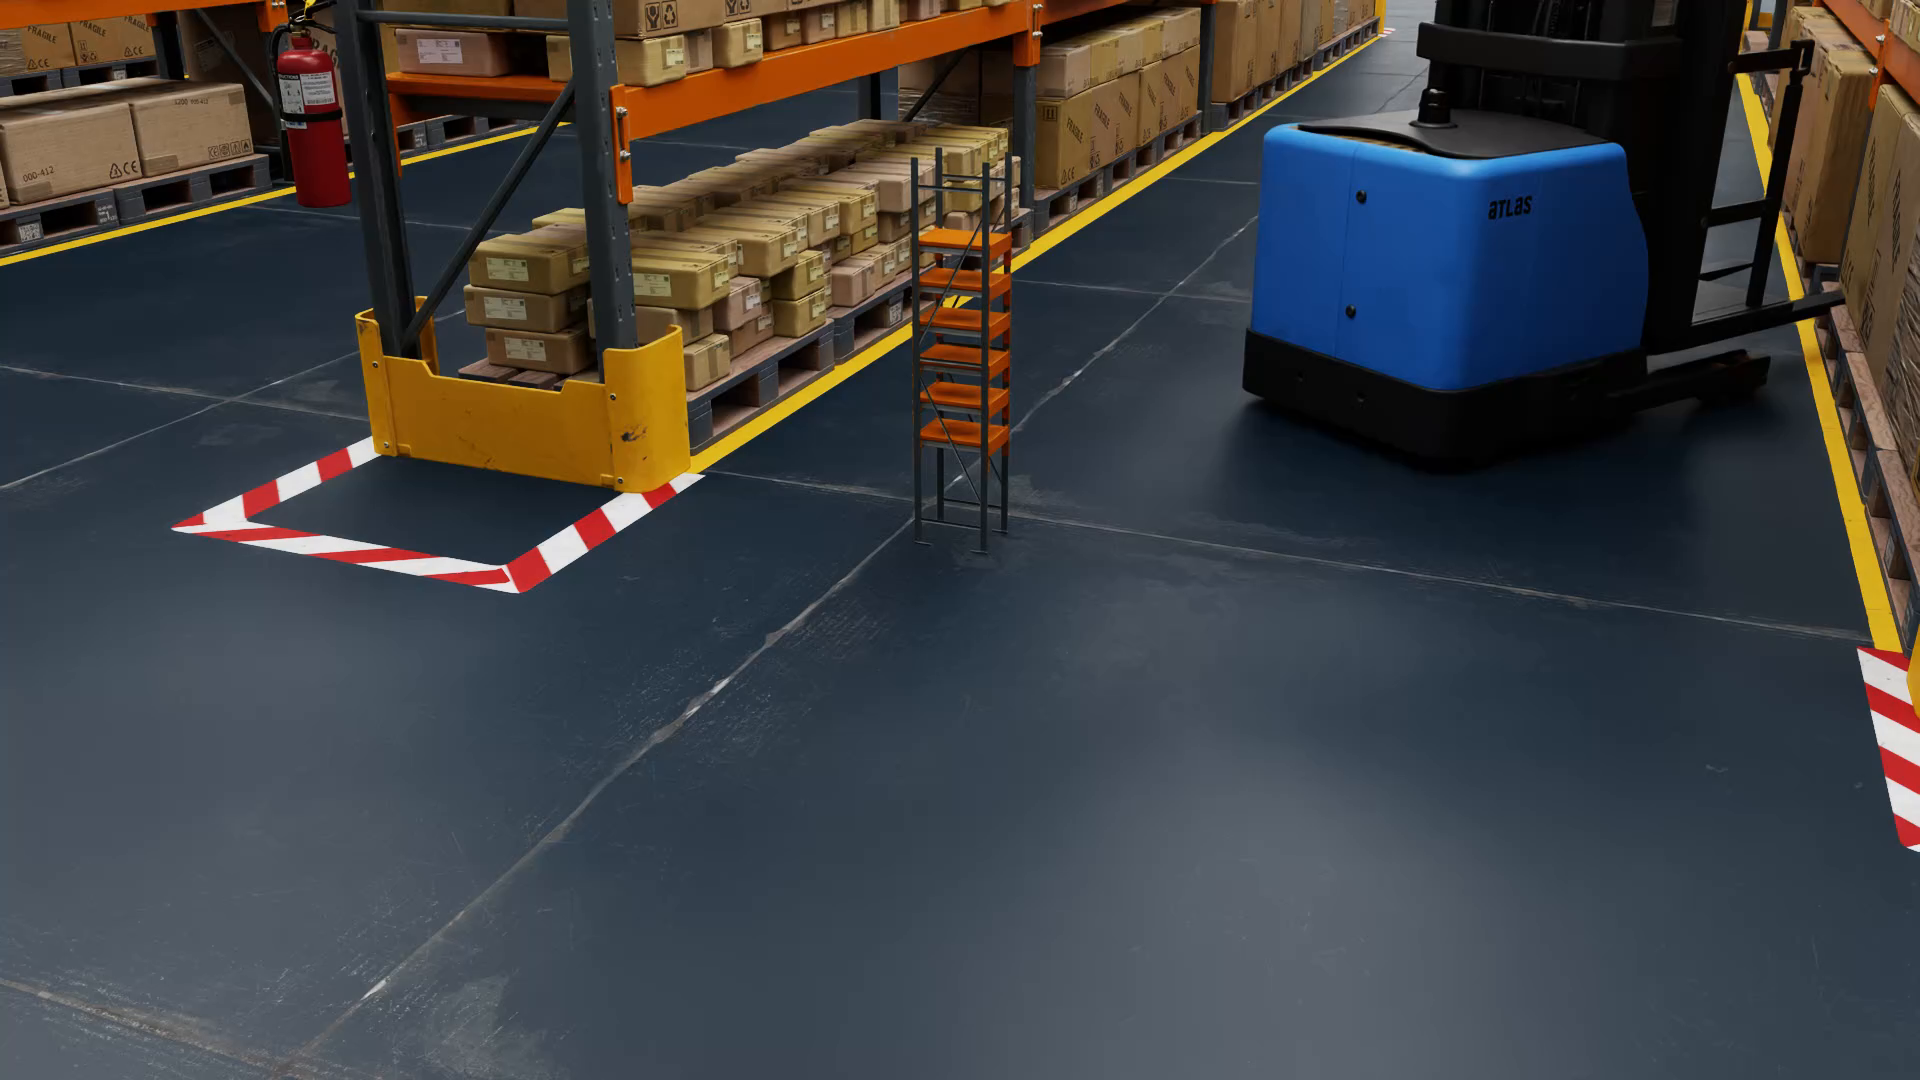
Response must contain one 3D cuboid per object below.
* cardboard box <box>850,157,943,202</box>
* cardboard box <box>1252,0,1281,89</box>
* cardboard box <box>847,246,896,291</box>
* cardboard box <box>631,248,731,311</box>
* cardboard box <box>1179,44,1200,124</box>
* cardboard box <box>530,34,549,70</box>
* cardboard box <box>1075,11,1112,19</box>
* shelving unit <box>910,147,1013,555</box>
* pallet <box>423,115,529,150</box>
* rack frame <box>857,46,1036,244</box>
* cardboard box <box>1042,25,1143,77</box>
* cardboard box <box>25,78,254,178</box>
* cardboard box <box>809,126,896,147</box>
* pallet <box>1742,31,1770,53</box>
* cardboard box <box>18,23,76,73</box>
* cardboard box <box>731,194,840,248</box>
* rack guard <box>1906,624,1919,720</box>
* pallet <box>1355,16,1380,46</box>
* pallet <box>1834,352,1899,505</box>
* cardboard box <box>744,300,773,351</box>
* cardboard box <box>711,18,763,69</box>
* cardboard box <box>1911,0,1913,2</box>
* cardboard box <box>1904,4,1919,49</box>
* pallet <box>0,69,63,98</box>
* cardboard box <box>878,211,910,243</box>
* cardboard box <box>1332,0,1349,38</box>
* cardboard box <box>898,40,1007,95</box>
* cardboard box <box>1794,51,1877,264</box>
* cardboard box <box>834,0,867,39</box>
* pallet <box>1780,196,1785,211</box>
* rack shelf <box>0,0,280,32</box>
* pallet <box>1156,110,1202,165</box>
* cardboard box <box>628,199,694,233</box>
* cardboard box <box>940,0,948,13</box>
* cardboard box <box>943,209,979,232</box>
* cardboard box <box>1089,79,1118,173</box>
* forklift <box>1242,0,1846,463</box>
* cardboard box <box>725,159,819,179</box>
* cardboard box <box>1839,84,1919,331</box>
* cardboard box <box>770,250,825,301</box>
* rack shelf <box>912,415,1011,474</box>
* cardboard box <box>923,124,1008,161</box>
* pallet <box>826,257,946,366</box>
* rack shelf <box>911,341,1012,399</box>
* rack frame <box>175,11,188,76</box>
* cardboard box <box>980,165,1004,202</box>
[{"bbox_3d":[-0.298,-1.692,7.790,0.380,0.149,0.250,8,24,17],"label":"cardboard box"},{"bbox_3d":[2.038,-4.188,13.759,1.050,0.750,0.750,9,24,21],"label":"cardboard box"},{"bbox_3d":[-0.511,-1.227,7.449,0.380,0.149,0.250,9,24,20],"label":"cardboard box"},{"bbox_3d":[-1.055,-0.943,5.997,0.380,0.149,0.250,8,24,18],"label":"cardboard box"},{"bbox_3d":[1.405,-3.281,11.912,0.500,0.500,0.500,9,24,20],"label":"cardboard box"},{"bbox_3d":[-1.579,-1.776,5.936,0.380,0.149,0.250,9,24,20],"label":"cardboard box"},{"bbox_3d":[0.737,-3.507,11.479,0.500,0.250,0.500,8,24,19],"label":"cardboard box"},{"bbox_3d":[0.005,-0.559,5.031,0.258,1.200,0.189,9,24,20],"label":"shelving unit"},{"bbox_3d":[-4.045,-3.193,12.621,1.003,0.211,1.213,9,24,20],"label":"pallet"},{"bbox_3d":[-0.079,-3.083,8.738,1.000,3.000,0.127,9,24,20],"label":"rack frame"},{"bbox_3d":[0.829,-3.068,10.429,0.500,0.250,0.500,10,25,22],"label":"cardboard box"},{"bbox_3d":[-5.046,-2.557,10.260,0.875,0.438,0.875,8,24,19],"label":"cardboard box"},{"bbox_3d":[-0.557,-2.052,8.652,0.380,0.149,0.250,10,25,23],"label":"cardboard box"},{"bbox_3d":[8.583,-5.031,17.020,1.003,0.211,1.213,9,24,20],"label":"pallet"},{"bbox_3d":[-8.182,-4.389,14.563,0.500,0.500,0.500,10,25,22],"label":"cardboard box"},{"bbox_3d":[-0.725,-1.329,6.922,0.380,0.149,0.250,10,25,22],"label":"cardboard box"},{"bbox_3d":[2.993,0.257,3.986,1.175,0.500,0.348,9,24,20],"label":"rack guard"},{"bbox_3d":[4.154,-5.793,18.844,1.003,0.211,1.213,9,24,20],"label":"pallet"},{"bbox_3d":[3.681,-0.351,5.815,1.003,0.211,1.213,9,24,20],"label":"pallet"},{"bbox_3d":[-0.966,-0.866,6.586,0.380,0.149,0.250,9,24,21],"label":"cardboard box"},{"bbox_3d":[-0.935,-1.790,5.969,0.380,0.149,0.250,8,24,19],"label":"cardboard box"},{"bbox_3d":[4.070,-2.274,6.610,0.500,0.250,0.500,8,24,19],"label":"cardboard box"},{"bbox_3d":[3.875,-1.974,6.409,0.380,0.149,0.250,10,25,22],"label":"cardboard box"},{"bbox_3d":[-8.604,-3.912,14.342,1.003,0.211,1.213,9,24,20],"label":"pallet"},{"bbox_3d":[-0.452,-1.480,7.670,0.380,0.149,0.250,8,24,18],"label":"cardboard box"},{"bbox_3d":[3.522,-5.697,17.209,0.875,0.875,0.875,9,24,20],"label":"cardboard box"},{"bbox_3d":[-0.038,-2.772,9.719,0.500,0.250,0.500,8,24,19],"label":"cardboard box"},{"bbox_3d":[4.707,-1.782,7.835,1.225,0.875,0.875,9,24,20],"label":"cardboard box"},{"bbox_3d":[-0.608,-2.170,6.879,0.380,0.149,0.250,10,25,22],"label":"cardboard box"},{"bbox_3d":[5.611,-2.210,10.266,1.003,0.211,1.213,9,24,20],"label":"pallet"},{"bbox_3d":[-5.456,-2.707,8.773,1.077,0.370,4.000,9,24,20],"label":"rack shelf"},{"bbox_3d":[1.115,-2.948,12.033,1.003,0.211,1.213,9,24,20],"label":"pallet"},{"bbox_3d":[-1.324,-1.306,6.866,0.380,0.149,0.250,8,24,18],"label":"cardboard box"},{"bbox_3d":[-0.277,-2.554,7.798,0.380,0.149,0.250,8,24,19],"label":"cardboard box"},{"bbox_3d":[-0.121,-1.587,8.311,0.380,0.149,0.250,8,24,18],"label":"cardboard box"},{"bbox_3d":[0.636,-2.539,10.135,0.500,0.500,0.500,10,25,22],"label":"cardboard box"},{"bbox_3d":[2.614,-2.040,6.330,3.031,2.935,1.130,-14,27,-30],"label":"forklift"},{"bbox_3d":[-0.876,-1.669,7.735,0.380,0.149,0.250,8,24,18],"label":"cardboard box"},{"bbox_3d":[4.169,-1.325,6.742,0.875,0.875,0.875,9,24,20],"label":"cardboard box"},{"bbox_3d":[-0.773,-1.084,6.721,0.380,0.149,0.250,10,25,22],"label":"cardboard box"},{"bbox_3d":[0.005,-0.296,5.141,0.258,0.103,0.180,9,24,20],"label":"rack shelf"},{"bbox_3d":[0.030,-2.071,8.698,0.380,0.149,0.250,9,24,22],"label":"cardboard box"},{"bbox_3d":[-0.748,-1.112,7.639,1.003,0.211,1.213,9,24,20],"label":"pallet"},{"bbox_3d":[0.005,-0.518,5.048,0.258,0.103,0.180,9,24,20],"label":"rack shelf"},{"bbox_3d":[-7.837,-5.896,15.473,1.000,3.000,0.127,9,24,20],"label":"rack frame"},{"bbox_3d":[0.010,-1.841,8.534,0.380,0.149,0.250,8,24,18],"label":"cardboard box"}]
